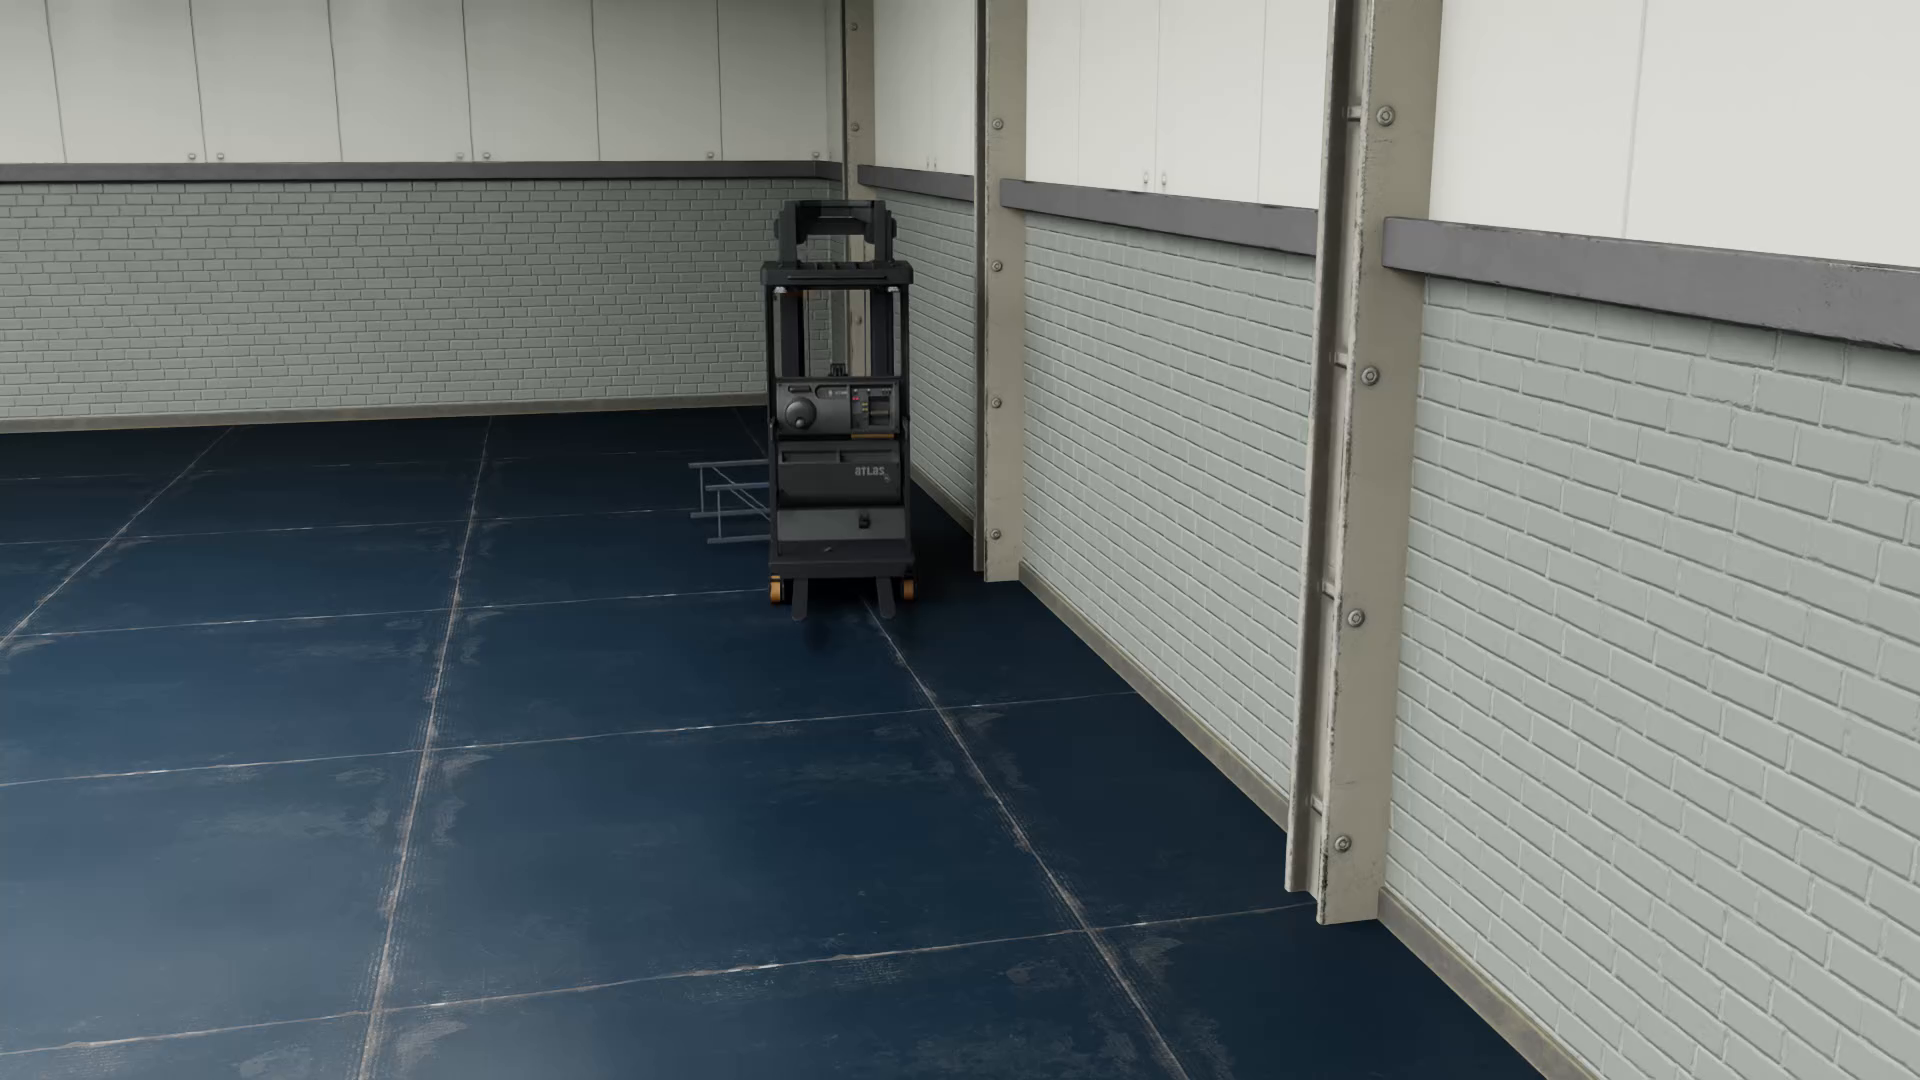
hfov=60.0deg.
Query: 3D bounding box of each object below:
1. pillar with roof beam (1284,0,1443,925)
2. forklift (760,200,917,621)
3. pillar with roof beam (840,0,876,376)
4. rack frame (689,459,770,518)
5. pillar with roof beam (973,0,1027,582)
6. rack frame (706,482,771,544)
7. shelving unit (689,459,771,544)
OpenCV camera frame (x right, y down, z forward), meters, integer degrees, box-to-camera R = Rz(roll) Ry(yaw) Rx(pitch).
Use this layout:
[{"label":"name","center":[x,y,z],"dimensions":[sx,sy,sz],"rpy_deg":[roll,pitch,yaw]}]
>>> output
[{"label":"pillar with roof beam","center":[-2.472,-2.471,5.579],"dimensions":[9.100,9.000,0.400],"rpy_deg":[-3,14,-13]},{"label":"forklift","center":[-0.908,-1.029,12.464],"dimensions":[1.130,2.935,3.031],"rpy_deg":[-1,14,-4]},{"label":"pillar with roof beam","center":[-5.291,-5.239,16.910],"dimensions":[9.100,9.000,0.400],"rpy_deg":[-3,14,-13]},{"label":"rack frame","center":[-1.706,-0.493,15.154],"dimensions":[1.500,0.500,0.032],"rpy_deg":[-4,14,-16]},{"label":"pillar with roof beam","center":[-3.881,-3.855,11.245],"dimensions":[9.100,9.000,0.400],"rpy_deg":[-3,14,-13]},{"label":"rack frame","center":[-1.413,-0.262,14.209],"dimensions":[1.500,0.500,0.032],"rpy_deg":[-4,14,-16]},{"label":"shelving unit","center":[-1.557,-0.376,14.673],"dimensions":[1.500,0.587,1.083],"rpy_deg":[-4,14,-16]}]
